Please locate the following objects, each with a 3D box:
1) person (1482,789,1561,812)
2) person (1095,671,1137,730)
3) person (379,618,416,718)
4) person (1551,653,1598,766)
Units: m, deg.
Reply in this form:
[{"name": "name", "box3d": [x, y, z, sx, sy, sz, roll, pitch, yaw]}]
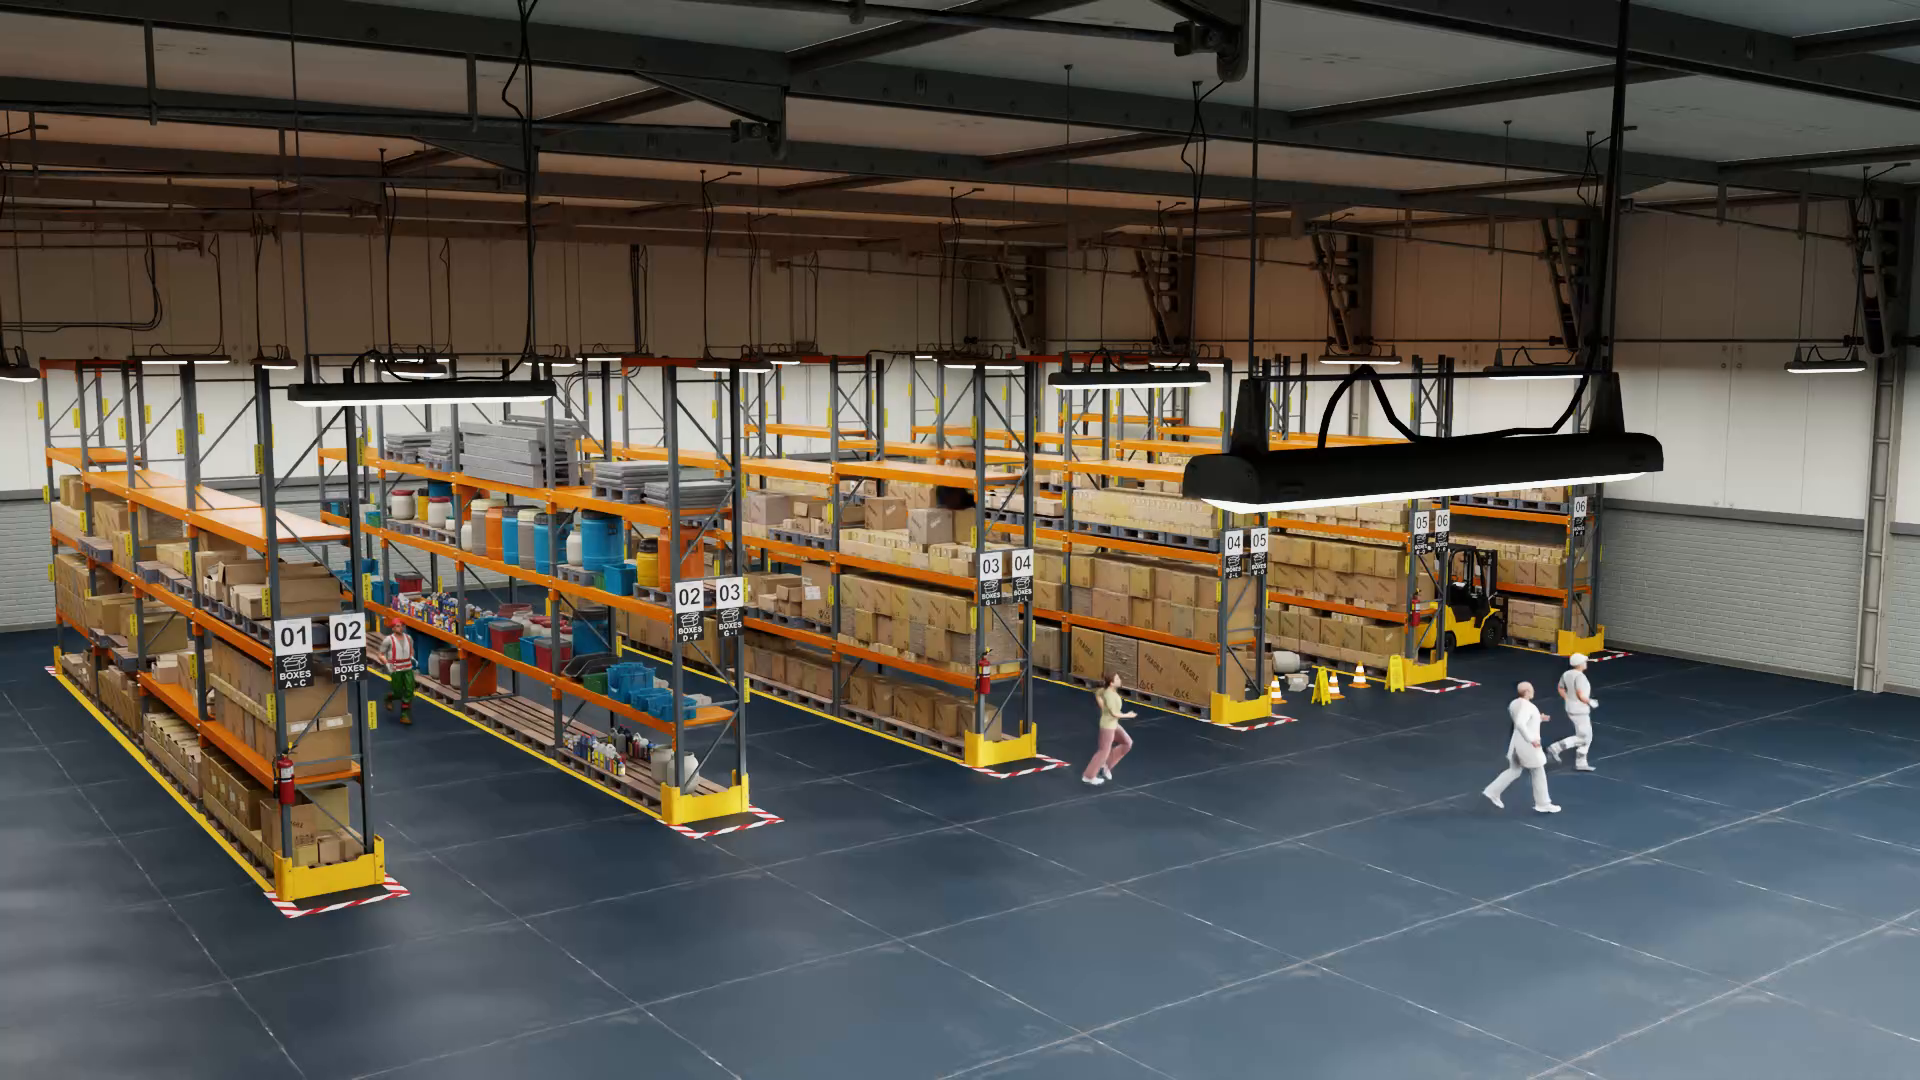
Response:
[{"name": "person", "box3d": [7.528, 2.919, 22.224, 1.065, 1.441, 0.257, -1, 7, -10]}, {"name": "person", "box3d": [2.211, 2.275, 23.664, 0.619, 0.825, 0.592, 1, 7, 9]}, {"name": "person", "box3d": [-9.320, 2.125, 27.631, 0.597, 1.690, 0.626, 7, 10, 44]}, {"name": "person", "box3d": [9.015, 2.503, 24.434, 0.624, 1.702, 0.649, 0, 7, -1]}]
